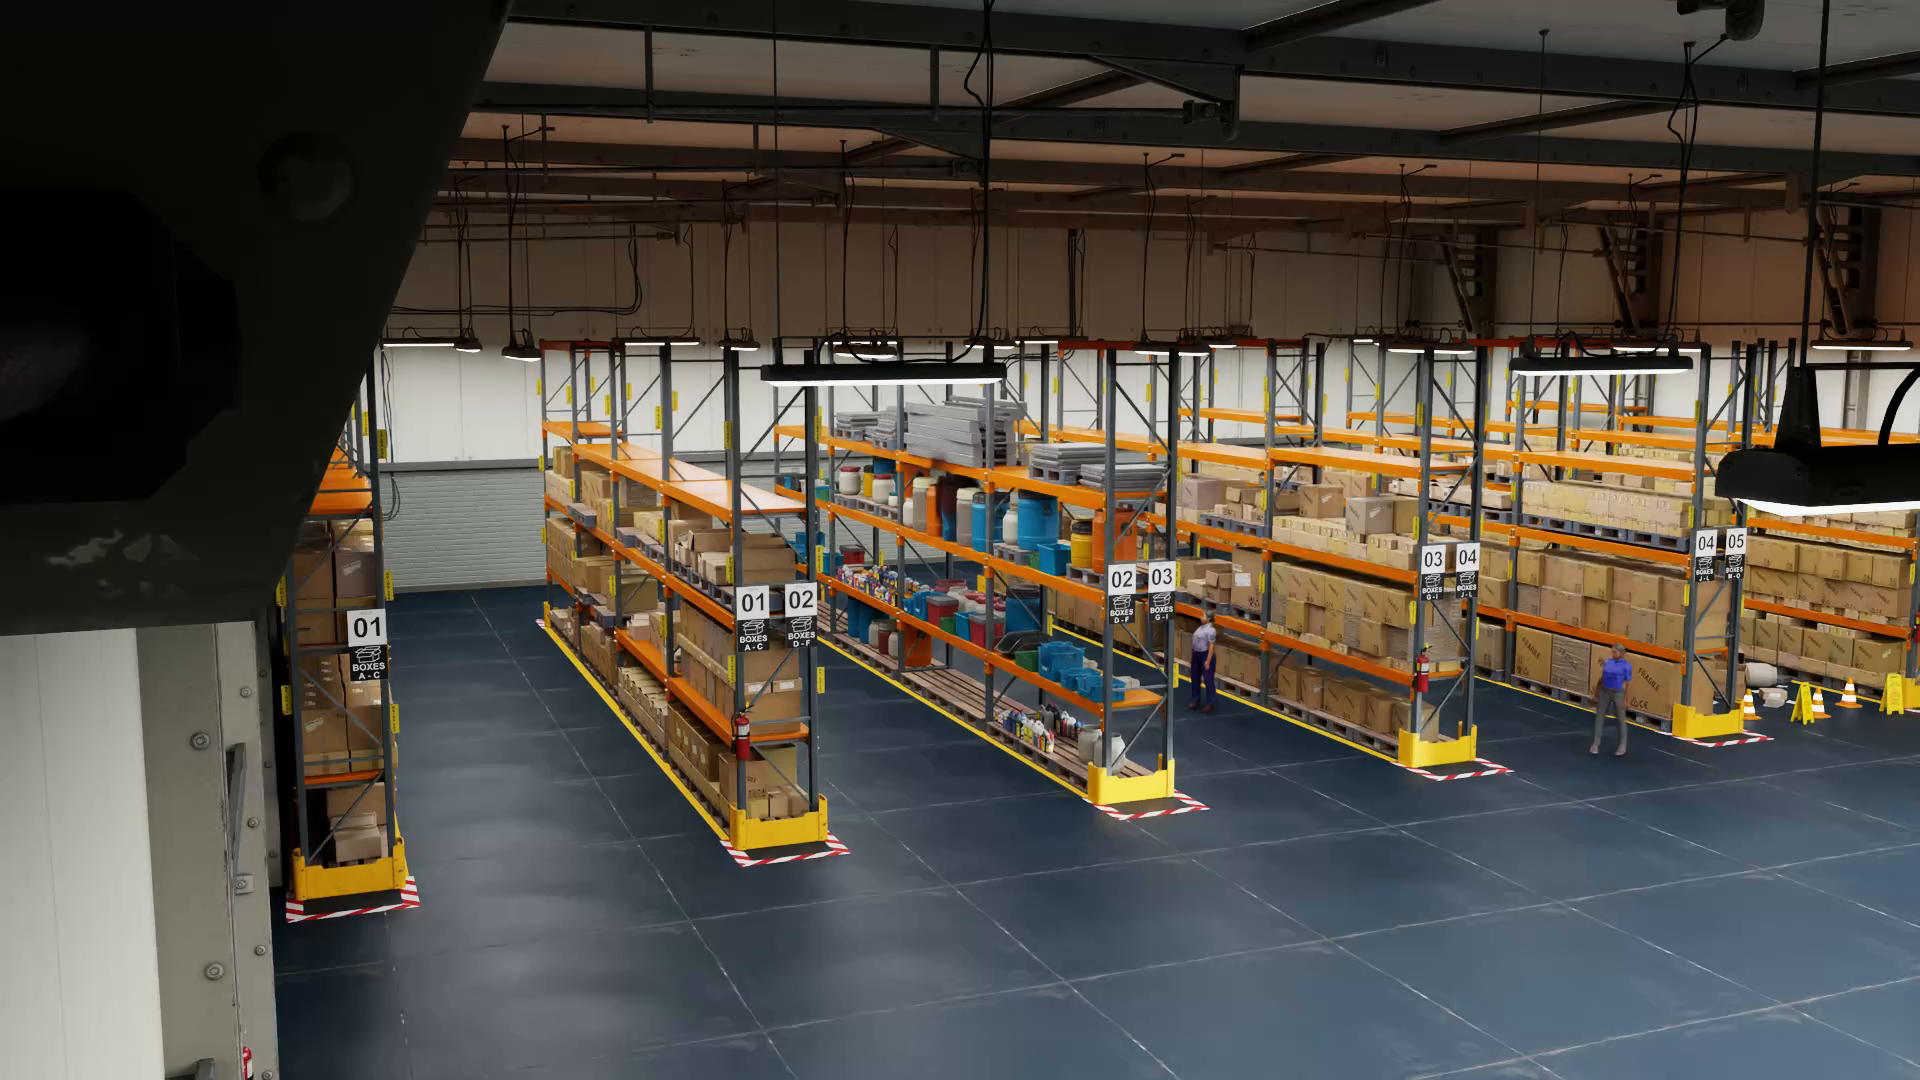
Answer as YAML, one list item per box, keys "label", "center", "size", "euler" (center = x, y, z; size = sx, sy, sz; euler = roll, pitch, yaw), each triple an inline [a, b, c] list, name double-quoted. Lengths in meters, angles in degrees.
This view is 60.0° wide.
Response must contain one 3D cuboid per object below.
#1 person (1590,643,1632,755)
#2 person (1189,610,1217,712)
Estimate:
- label: "person"
  center: [9.570, 2.330, 24.479]
  size: [0.536, 1.656, 0.449]
  euler: [4, 9, 31]
- label: "person"
  center: [4.003, 1.964, 27.343]
  size: [0.363, 1.649, 0.514]
  euler: [-6, 9, -37]
